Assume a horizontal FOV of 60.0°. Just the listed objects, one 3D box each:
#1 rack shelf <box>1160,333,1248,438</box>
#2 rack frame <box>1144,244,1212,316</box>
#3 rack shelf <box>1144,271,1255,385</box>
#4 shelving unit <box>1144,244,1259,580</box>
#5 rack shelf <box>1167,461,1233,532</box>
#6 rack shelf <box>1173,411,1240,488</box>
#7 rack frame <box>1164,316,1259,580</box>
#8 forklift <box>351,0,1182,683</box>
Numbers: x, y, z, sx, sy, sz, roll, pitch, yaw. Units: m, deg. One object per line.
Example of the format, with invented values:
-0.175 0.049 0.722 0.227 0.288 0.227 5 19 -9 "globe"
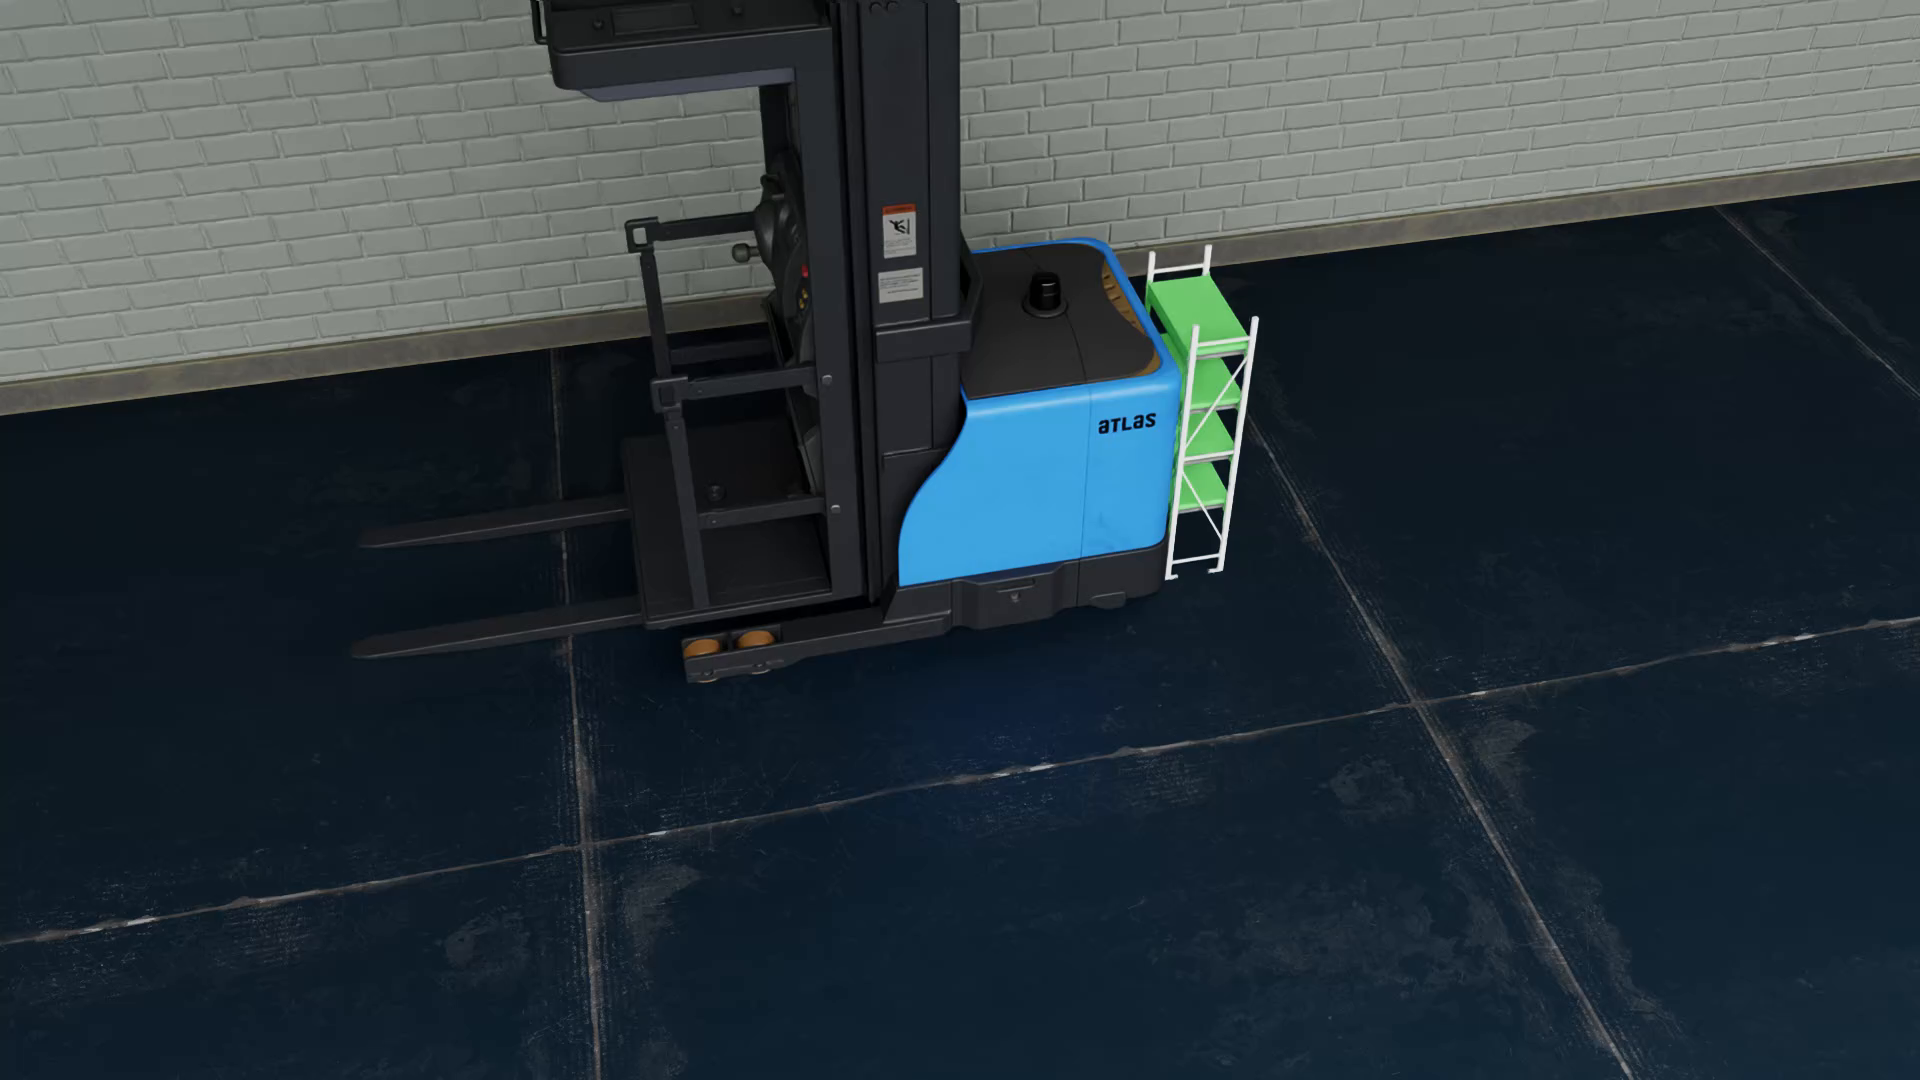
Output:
0.872 -0.603 6.260 0.258 0.148 0.480 -9 42 -10 "rack shelf"
0.816 -0.629 6.554 0.240 1.200 0.015 -9 42 -10 "rack frame"
0.872 -0.782 6.101 0.258 0.148 0.480 -9 42 -10 "rack shelf"
0.872 -0.471 6.377 0.258 1.200 0.503 -9 42 -10 "shelving unit"
0.871 -0.244 6.578 0.258 0.148 0.480 -9 42 -10 "rack shelf"
0.872 -0.423 6.419 0.258 0.148 0.480 -9 42 -10 "rack shelf"
0.927 -0.313 6.199 0.240 1.200 0.015 -9 42 -10 "rack frame"
-0.779 -0.956 5.619 3.031 2.935 1.130 -9 42 -10 "forklift"
